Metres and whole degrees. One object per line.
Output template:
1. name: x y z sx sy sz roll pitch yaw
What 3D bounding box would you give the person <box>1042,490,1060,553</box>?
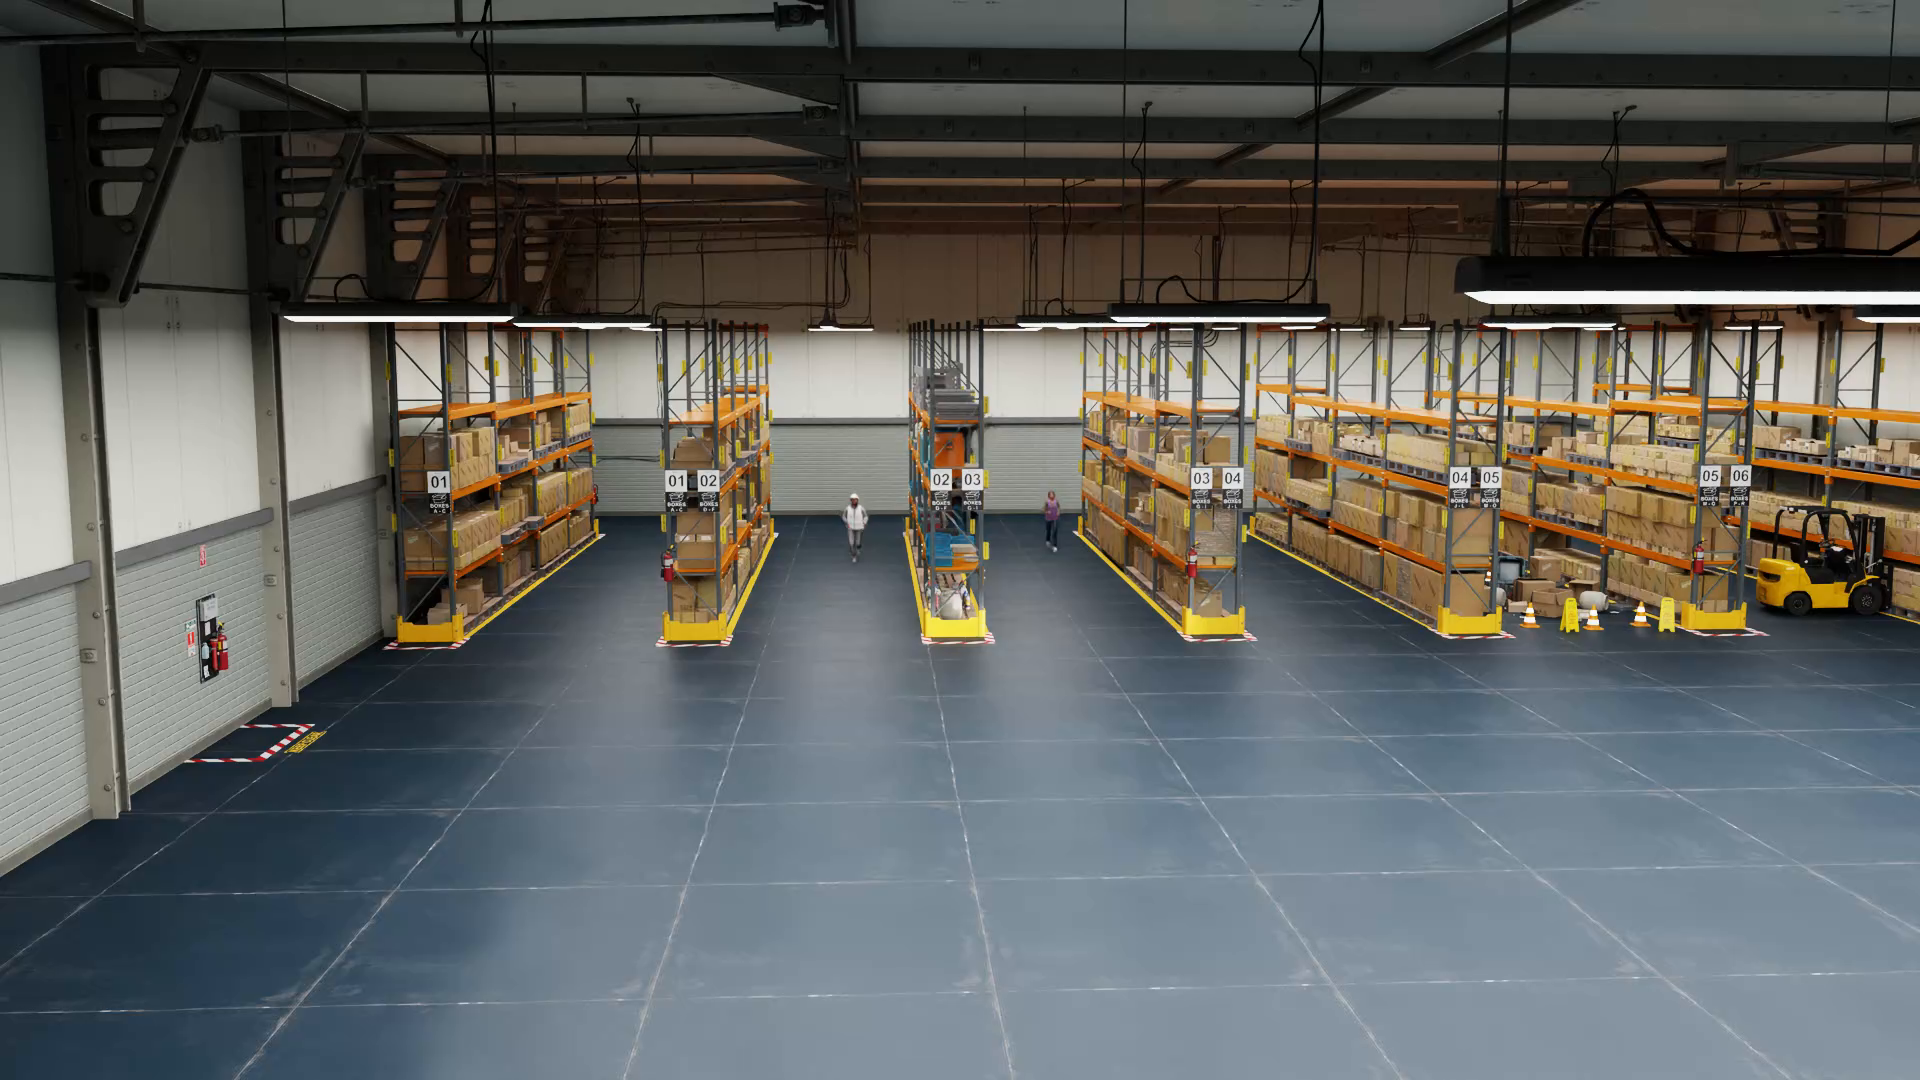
1. person: 2.417 -0.512 44.004 0.532 1.609 0.875 -1 7 -7

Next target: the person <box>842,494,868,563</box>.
1. person: -2.650 -0.297 41.908 0.661 1.730 0.585 0 7 -1

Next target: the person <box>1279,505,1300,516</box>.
1. person: 9.943 -1.293 50.249 0.870 1.667 0.566 -3 8 -23

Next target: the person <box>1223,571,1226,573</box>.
1. person: 6.422 -0.093 40.440 0.712 1.727 0.889 -1 7 -10
